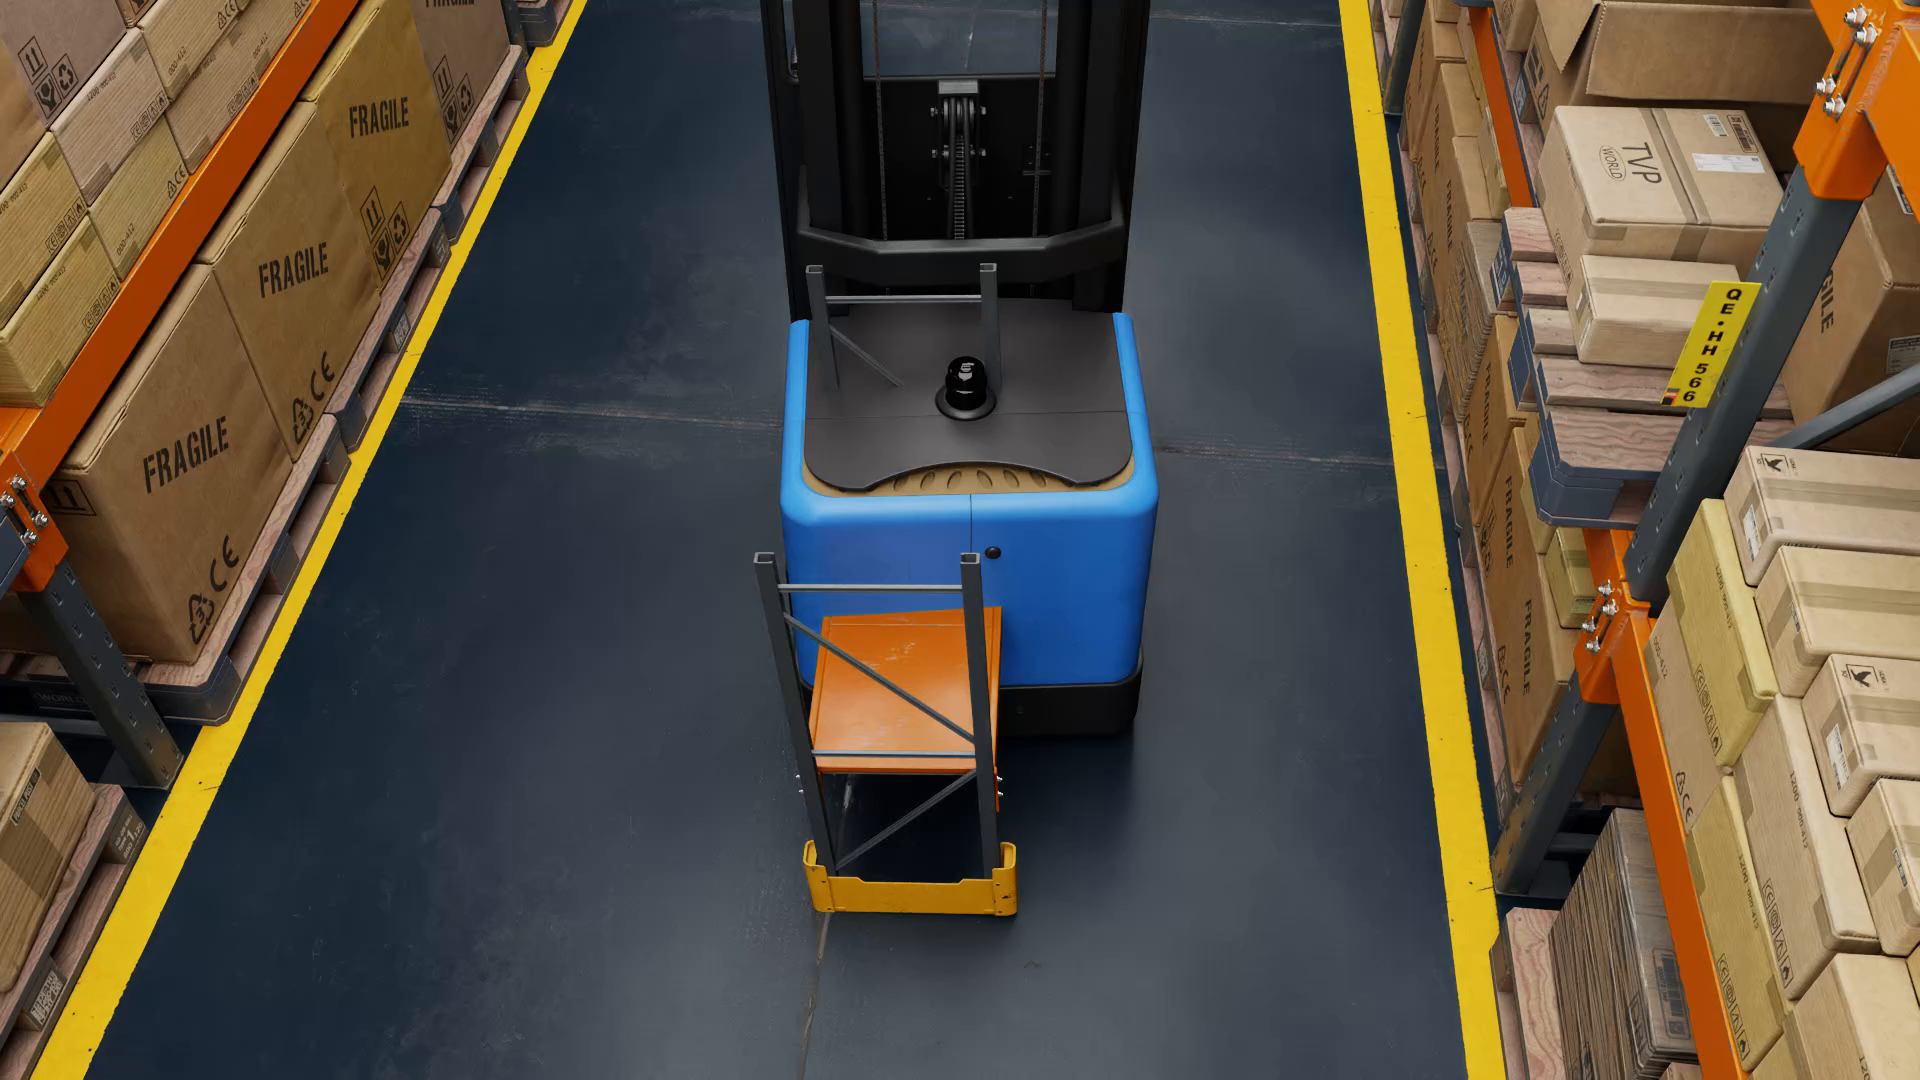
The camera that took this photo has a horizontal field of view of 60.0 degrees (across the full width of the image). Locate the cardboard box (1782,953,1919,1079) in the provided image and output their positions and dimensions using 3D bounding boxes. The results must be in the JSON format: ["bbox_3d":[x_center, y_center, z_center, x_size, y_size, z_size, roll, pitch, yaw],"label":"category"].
[{"bbox_3d":[1.654,0.948,2.613,0.500,0.250,0.500,3,48,3],"label":"cardboard box"}]

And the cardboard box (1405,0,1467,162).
[{"bbox_3d":[2.147,-1.892,6.857,0.500,0.500,0.500,6,48,5],"label":"cardboard box"}]

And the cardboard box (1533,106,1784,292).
[{"bbox_3d":[1.824,-0.883,4.342,0.500,0.250,0.500,2,48,2],"label":"cardboard box"}]

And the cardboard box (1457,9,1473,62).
[{"bbox_3d":[2.169,-1.997,6.514,0.380,0.149,0.250,3,48,2],"label":"cardboard box"}]

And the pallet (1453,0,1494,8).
[{"bbox_3d":[2.233,-2.290,5.942,1.003,0.211,1.213,4,48,4],"label":"pallet"}]

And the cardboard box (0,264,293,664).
[{"bbox_3d":[-2.747,-0.253,5.104,0.875,0.875,0.875,3,48,3],"label":"cardboard box"}]

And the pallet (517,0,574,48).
[{"bbox_3d":[-2.381,-2.878,8.239,1.003,0.211,1.213,4,48,4],"label":"pallet"}]

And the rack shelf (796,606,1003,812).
[{"bbox_3d":[-0.132,0.292,4.692,0.538,0.185,1.000,0,48,4],"label":"rack shelf"}]

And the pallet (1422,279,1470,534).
[{"bbox_3d":[2.270,-0.494,6.059,1.003,0.211,1.213,4,48,4],"label":"pallet"}]

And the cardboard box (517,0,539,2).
[{"bbox_3d":[-2.365,-2.997,7.910,0.875,0.438,0.875,3,48,3],"label":"cardboard box"}]

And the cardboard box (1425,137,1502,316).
[{"bbox_3d":[2.058,-1.134,6.164,0.500,0.500,0.500,3,48,2],"label":"cardboard box"}]

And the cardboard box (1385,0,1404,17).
[{"bbox_3d":[2.173,-2.543,7.691,0.380,0.149,0.250,3,48,2],"label":"cardboard box"}]

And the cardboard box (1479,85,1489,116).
[{"bbox_3d":[2.145,-1.605,6.155,0.380,0.149,0.250,3,48,3],"label":"cardboard box"}]

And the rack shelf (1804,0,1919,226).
[{"bbox_3d":[1.868,0.705,1.527,1.077,0.370,4.000,4,48,4],"label":"rack shelf"}]

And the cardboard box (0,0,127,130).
[{"bbox_3d":[-2.569,-1.408,4.260,0.500,0.500,0.500,4,48,4],"label":"cardboard box"}]

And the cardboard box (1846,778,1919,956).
[{"bbox_3d":[1.696,0.546,2.710,0.380,0.149,0.250,4,48,4],"label":"cardboard box"}]

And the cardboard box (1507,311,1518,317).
[{"bbox_3d":[1.992,-0.865,5.478,0.380,0.149,0.250,2,48,2],"label":"cardboard box"}]

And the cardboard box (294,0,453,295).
[{"bbox_3d":[-2.580,-1.565,6.304,0.875,0.875,0.875,5,48,5],"label":"cardboard box"}]

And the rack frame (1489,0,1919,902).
[{"bbox_3d":[2.050,0.005,3.713,1.000,3.000,0.127,4,48,4],"label":"rack frame"}]

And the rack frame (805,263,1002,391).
[{"bbox_3d":[-0.116,-0.205,4.901,0.500,1.500,0.032,0,48,4],"label":"rack frame"}]

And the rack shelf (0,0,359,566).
[{"bbox_3d":[-2.711,-1.553,5.625,1.077,0.370,4.000,4,48,4],"label":"rack shelf"}]

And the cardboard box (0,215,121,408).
[{"bbox_3d":[-2.598,-0.618,4.384,0.500,0.250,0.500,3,48,3],"label":"cardboard box"}]

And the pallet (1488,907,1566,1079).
[{"bbox_3d":[1.936,1.548,4.191,1.003,0.211,1.213,4,48,4],"label":"pallet"}]

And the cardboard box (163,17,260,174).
[{"bbox_3d":[-2.515,-1.382,5.083,0.500,0.250,0.500,5,48,5],"label":"cardboard box"}]

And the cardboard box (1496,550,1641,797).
[{"bbox_3d":[1.875,0.382,4.778,0.500,0.500,0.500,5,48,5],"label":"cardboard box"}]

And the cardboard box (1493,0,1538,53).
[{"bbox_3d":[2.029,-1.812,5.022,0.700,0.500,0.500,4,48,3],"label":"cardboard box"}]

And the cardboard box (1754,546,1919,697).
[{"bbox_3d":[1.705,0.163,3.061,0.380,0.149,0.250,5,48,4],"label":"cardboard box"}]

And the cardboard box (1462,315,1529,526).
[{"bbox_3d":[1.976,-0.370,5.465,0.500,0.500,0.500,6,48,5],"label":"cardboard box"}]

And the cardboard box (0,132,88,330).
[{"bbox_3d":[-2.601,-0.800,4.212,0.500,0.250,0.500,4,48,3],"label":"cardboard box"}]

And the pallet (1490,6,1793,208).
[{"bbox_3d":[2.223,-1.360,5.091,1.003,0.211,1.213,4,48,4],"label":"pallet"}]

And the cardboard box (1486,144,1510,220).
[{"bbox_3d":[2.061,-1.242,5.823,0.380,0.149,0.250,5,48,5],"label":"cardboard box"}]

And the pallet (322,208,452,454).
[{"bbox_3d":[-2.632,-0.853,6.387,1.003,0.211,1.213,4,48,4],"label":"pallet"}]

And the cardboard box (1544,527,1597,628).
[{"bbox_3d":[1.843,0.108,4.588,0.380,0.149,0.250,2,48,2],"label":"cardboard box"}]

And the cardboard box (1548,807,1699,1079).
[{"bbox_3d":[1.980,1.122,4.016,0.875,0.625,0.625,5,48,5],"label":"cardboard box"}]

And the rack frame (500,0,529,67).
[{"bbox_3d":[-2.529,-3.266,6.704,1.000,3.000,0.127,4,48,4],"label":"rack frame"}]

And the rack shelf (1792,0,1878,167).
[{"bbox_3d":[2.232,-2.234,4.216,1.077,0.370,4.000,4,48,4],"label":"rack shelf"}]

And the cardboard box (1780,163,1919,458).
[{"bbox_3d":[2.253,-0.538,3.857,0.500,0.500,0.500,6,48,5],"label":"cardboard box"}]

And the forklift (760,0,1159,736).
[{"bbox_3d":[-0.022,-1.453,5.092,1.130,2.935,3.031,-1,48,-1],"label":"forklift"}]

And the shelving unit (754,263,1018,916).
[{"bbox_3d":[-0.141,0.164,4.565,0.587,1.500,1.083,0,48,4],"label":"shelving unit"}]

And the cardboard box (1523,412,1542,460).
[{"bbox_3d":[1.905,-0.285,4.948,0.380,0.149,0.250,2,48,2],"label":"cardboard box"}]

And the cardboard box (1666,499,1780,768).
[{"bbox_3d":[1.742,0.195,3.302,0.500,0.250,0.500,4,48,3],"label":"cardboard box"}]

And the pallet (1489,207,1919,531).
[{"bbox_3d":[2.042,-0.433,4.243,1.213,0.211,1.003,4,48,4],"label":"pallet"}]

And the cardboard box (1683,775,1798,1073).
[{"bbox_3d":[1.716,0.734,3.147,0.500,0.250,0.500,3,48,3],"label":"cardboard box"}]

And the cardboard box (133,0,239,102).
[{"bbox_3d":[-2.495,-1.545,4.893,0.500,0.250,0.500,4,48,3],"label":"cardboard box"}]
